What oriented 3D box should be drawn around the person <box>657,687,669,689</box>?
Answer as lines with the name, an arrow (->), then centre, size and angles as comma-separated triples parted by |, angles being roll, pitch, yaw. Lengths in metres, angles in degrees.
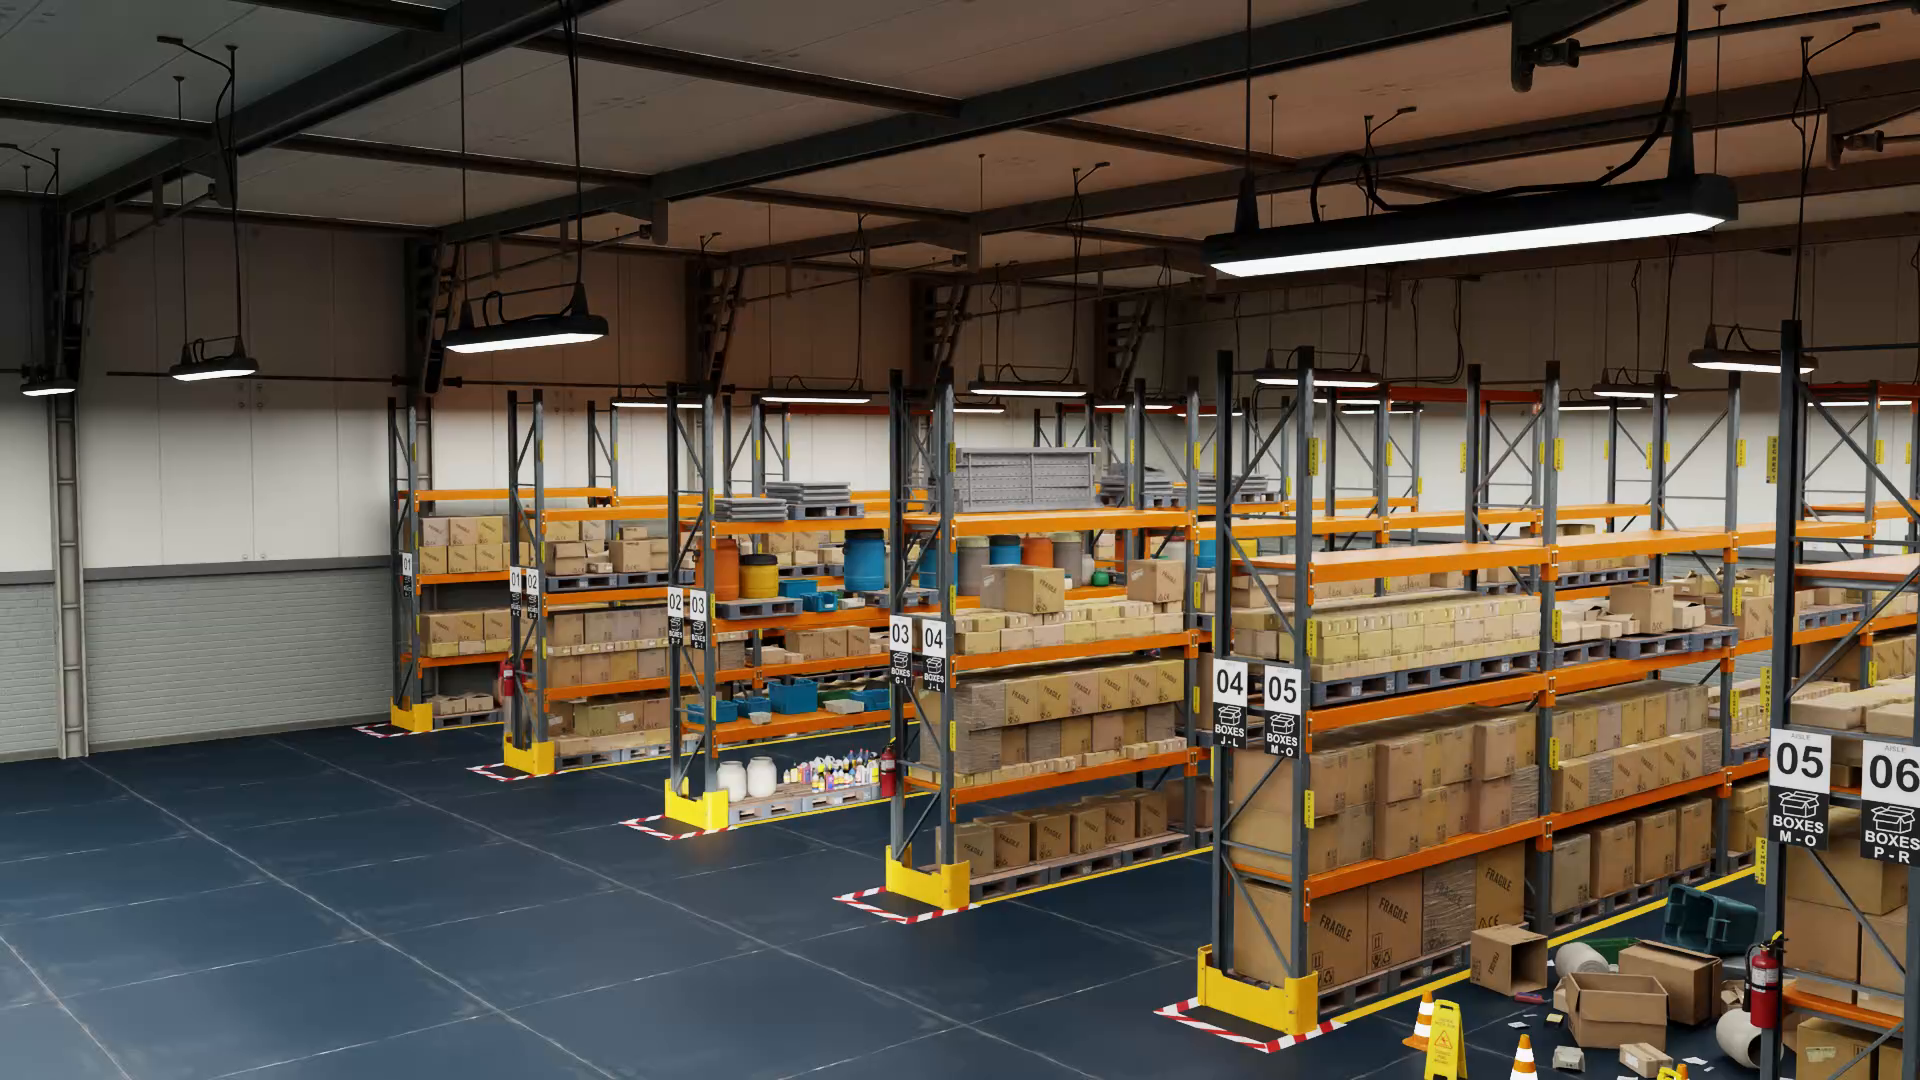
person -> -5.535, 2.506, 31.200 | 0.562, 1.693, 0.346 | -2, 4, -27

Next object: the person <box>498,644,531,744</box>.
person -> -7.636, 2.666, 28.471 | 0.401, 1.774, 0.595 | 2, 4, 37
